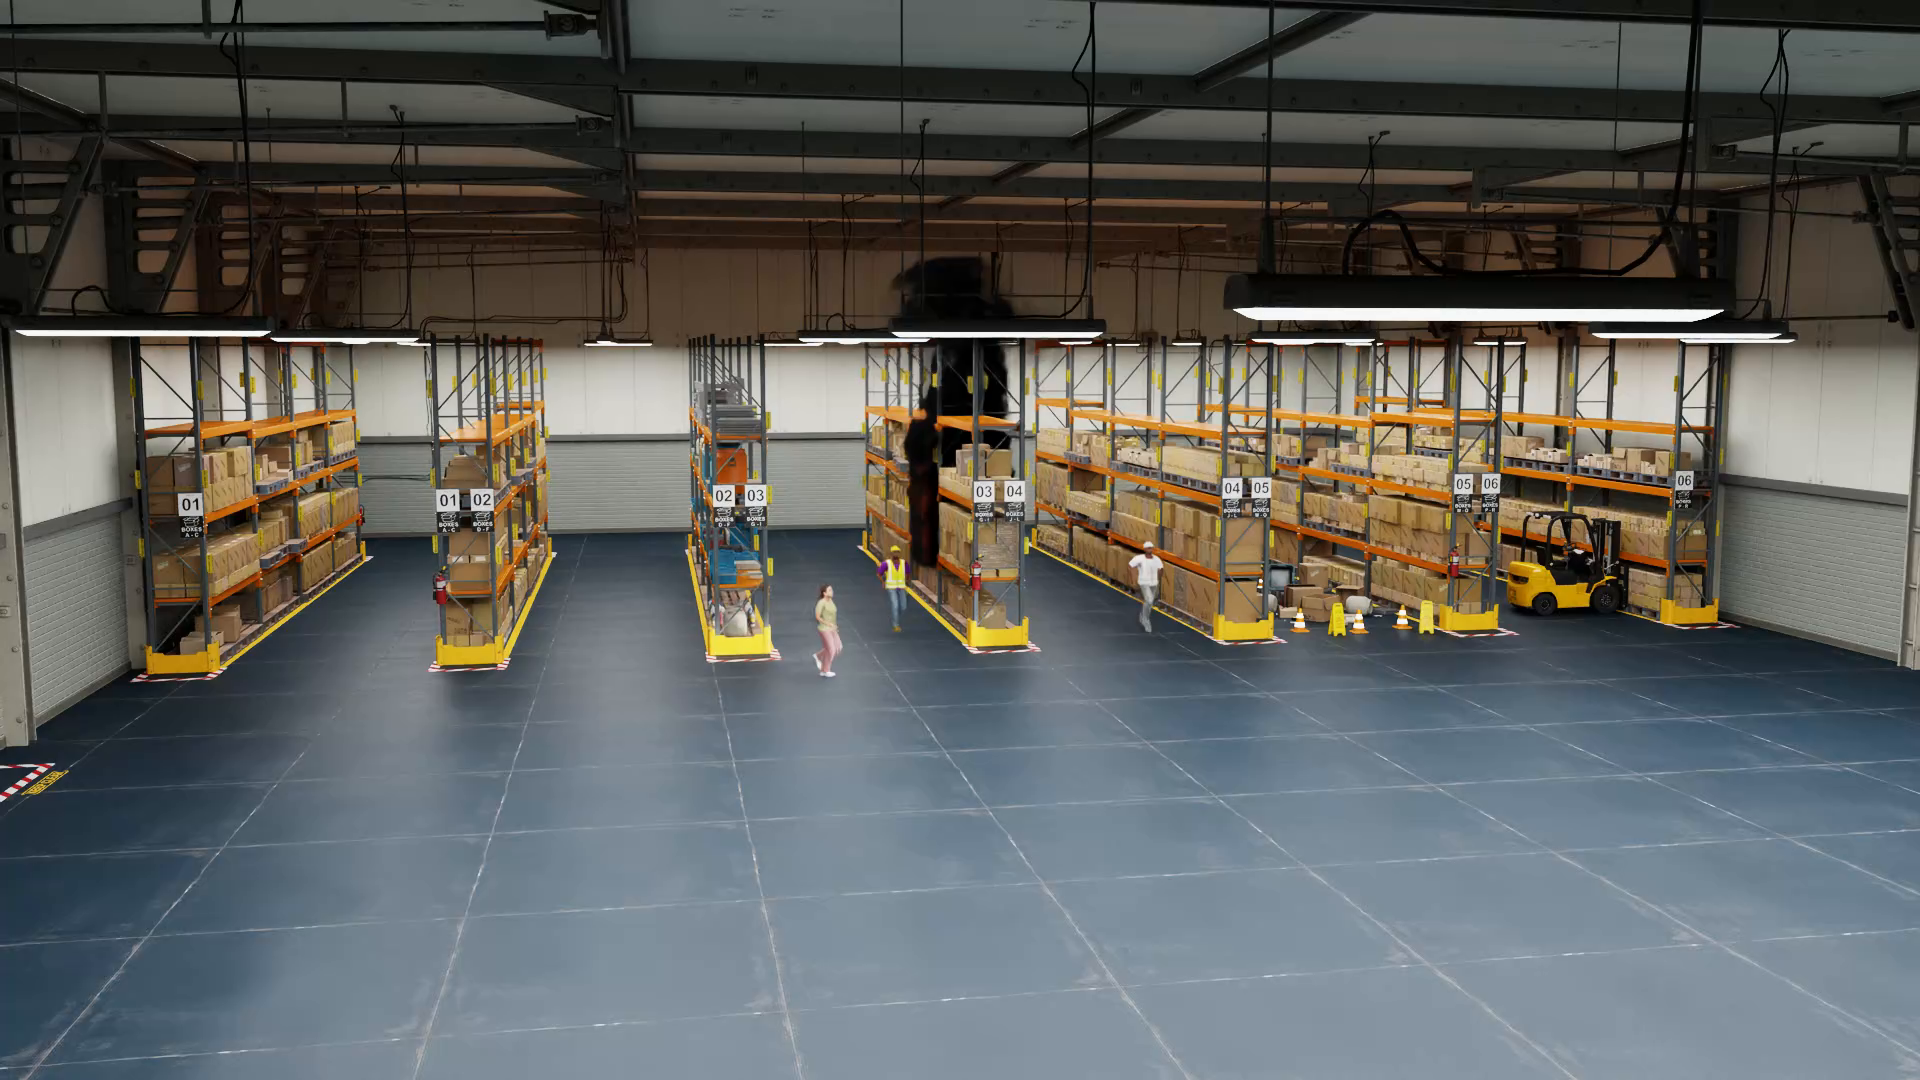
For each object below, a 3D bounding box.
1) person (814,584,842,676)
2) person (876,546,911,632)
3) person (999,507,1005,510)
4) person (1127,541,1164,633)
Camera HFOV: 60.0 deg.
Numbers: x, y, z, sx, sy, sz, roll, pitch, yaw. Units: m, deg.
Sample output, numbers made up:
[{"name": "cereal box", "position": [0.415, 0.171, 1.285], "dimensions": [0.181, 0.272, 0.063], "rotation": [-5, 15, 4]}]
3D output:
[{"name": "person", "position": [-2.350, 1.576, 29.176], "dimensions": [0.575, 1.626, 0.620], "rotation": [3, 7, 24]}, {"name": "person", "position": [-1.315, 0.972, 33.623], "dimensions": [0.707, 1.726, 0.753], "rotation": [-2, 7, -17]}, {"name": "person", "position": [1.032, -0.686, 48.461], "dimensions": [0.702, 1.745, 0.863], "rotation": [4, 8, 34]}, {"name": "person", "position": [3.815, 0.939, 33.750], "dimensions": [0.678, 1.831, 0.770], "rotation": [-3, 7, -27]}]
